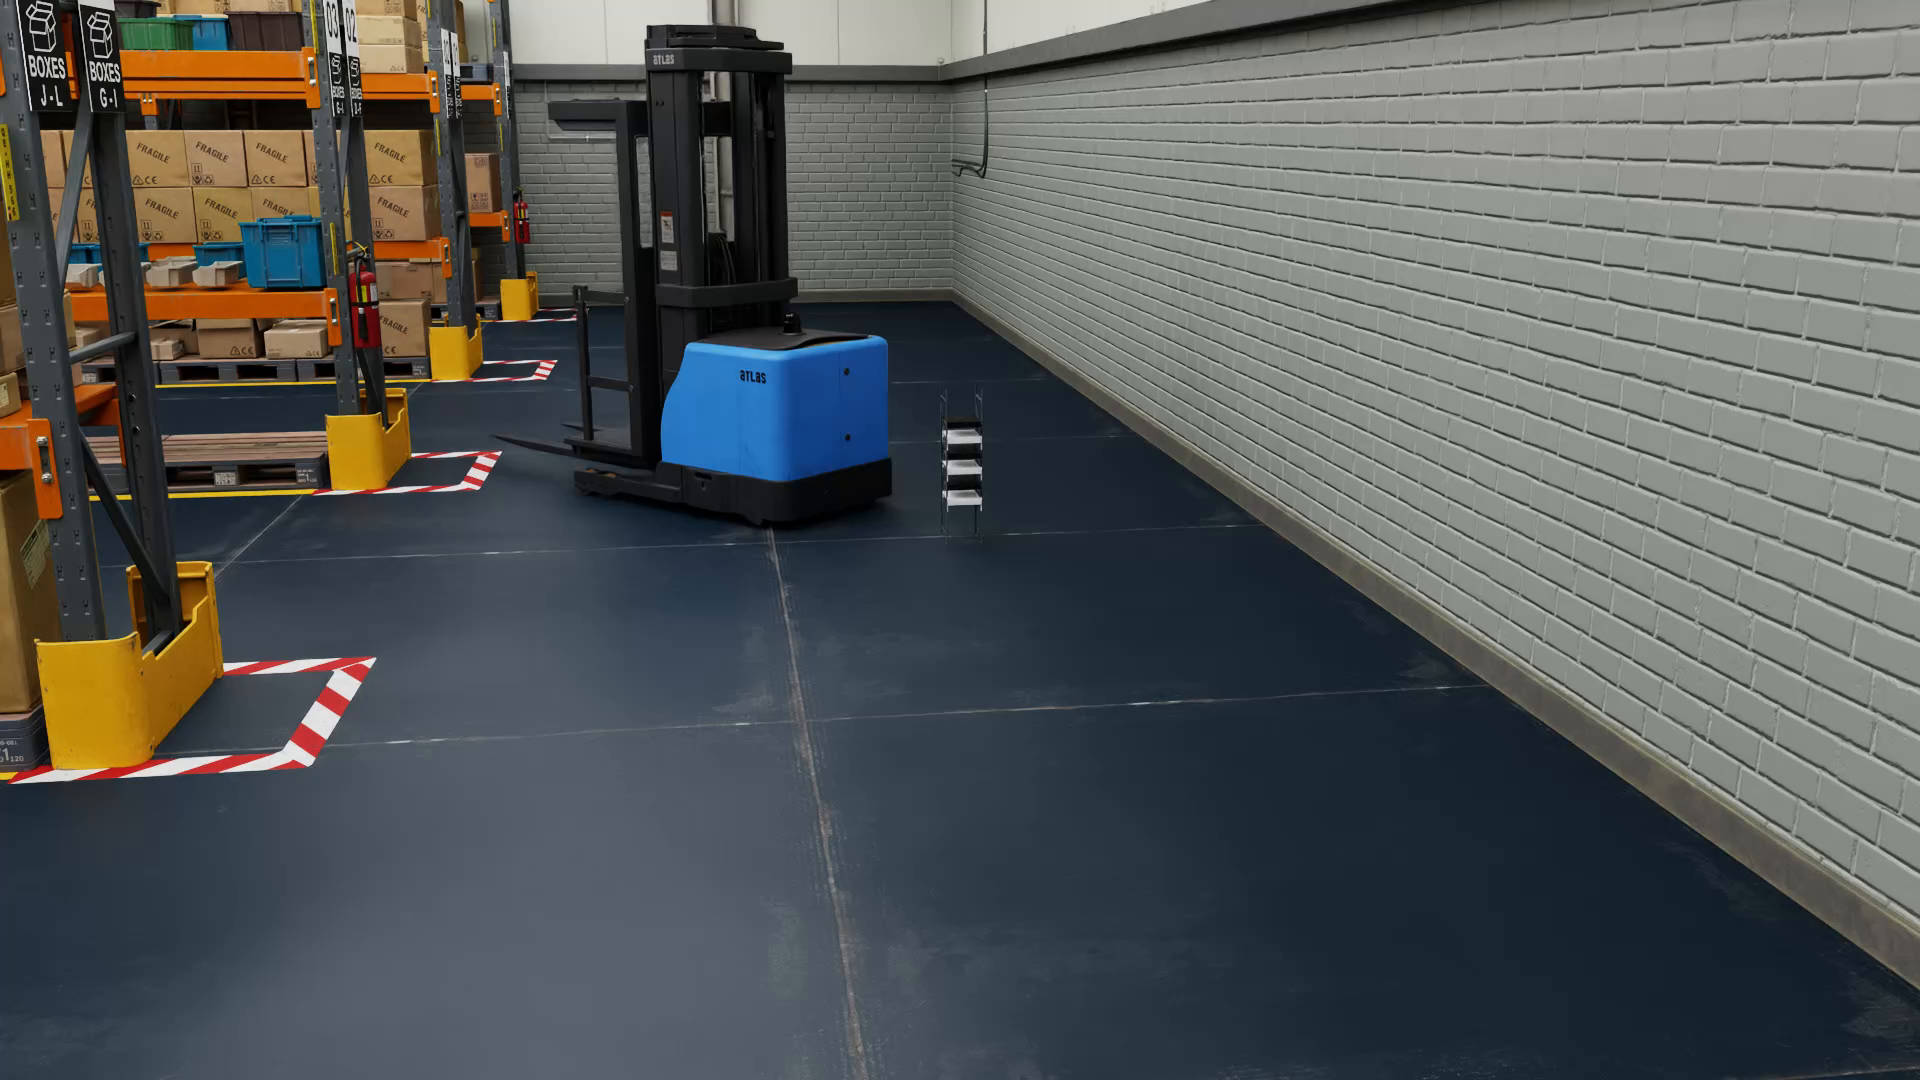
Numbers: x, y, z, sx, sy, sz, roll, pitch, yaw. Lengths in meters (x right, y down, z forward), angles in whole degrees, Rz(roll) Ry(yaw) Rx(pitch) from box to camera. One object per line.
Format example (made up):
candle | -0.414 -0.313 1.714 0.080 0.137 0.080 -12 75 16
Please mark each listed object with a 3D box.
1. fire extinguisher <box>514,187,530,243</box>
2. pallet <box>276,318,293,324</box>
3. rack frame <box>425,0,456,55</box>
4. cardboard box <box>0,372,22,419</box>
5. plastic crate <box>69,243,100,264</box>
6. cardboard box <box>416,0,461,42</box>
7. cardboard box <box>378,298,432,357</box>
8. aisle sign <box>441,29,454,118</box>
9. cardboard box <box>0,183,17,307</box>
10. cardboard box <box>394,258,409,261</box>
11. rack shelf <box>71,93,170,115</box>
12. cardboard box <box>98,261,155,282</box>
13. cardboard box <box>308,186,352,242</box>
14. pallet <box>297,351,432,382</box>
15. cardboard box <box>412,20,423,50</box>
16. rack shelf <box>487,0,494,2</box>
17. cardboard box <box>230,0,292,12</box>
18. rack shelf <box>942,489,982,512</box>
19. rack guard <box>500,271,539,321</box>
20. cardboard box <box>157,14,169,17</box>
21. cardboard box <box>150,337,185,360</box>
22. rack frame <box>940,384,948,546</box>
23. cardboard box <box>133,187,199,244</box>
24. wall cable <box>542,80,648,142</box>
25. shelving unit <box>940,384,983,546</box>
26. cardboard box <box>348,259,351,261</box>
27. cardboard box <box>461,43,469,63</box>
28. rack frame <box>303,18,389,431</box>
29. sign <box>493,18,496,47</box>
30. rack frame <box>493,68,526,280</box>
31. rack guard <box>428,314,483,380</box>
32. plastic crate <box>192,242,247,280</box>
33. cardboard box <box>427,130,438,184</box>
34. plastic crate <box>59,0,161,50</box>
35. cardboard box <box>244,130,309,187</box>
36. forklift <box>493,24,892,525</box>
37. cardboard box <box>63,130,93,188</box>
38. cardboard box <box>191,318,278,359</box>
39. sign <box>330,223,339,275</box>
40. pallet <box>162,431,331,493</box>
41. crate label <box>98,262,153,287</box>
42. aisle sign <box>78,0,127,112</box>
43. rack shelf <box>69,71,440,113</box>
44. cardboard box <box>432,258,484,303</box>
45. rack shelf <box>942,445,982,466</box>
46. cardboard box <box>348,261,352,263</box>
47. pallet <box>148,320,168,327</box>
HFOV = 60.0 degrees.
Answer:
fire extinguisher | -5.370 -3.981 20.355 0.183 0.674 0.296 -2 14 -8
pallet | -8.780 -2.816 20.517 1.213 0.211 1.003 -2 14 -8
rack frame | -4.846 -6.023 15.240 0.127 3.000 1.000 -2 14 -8
cardboard box | -3.677 -0.516 6.131 0.250 0.149 0.380 -2 14 -7
plastic crate | -6.004 -1.881 11.278 0.300 0.233 0.416 -2 14 -8
cardboard box | -6.271 -6.211 19.852 0.500 0.500 0.500 -2 14 -8
cardboard box | -5.347 -2.035 15.906 0.500 0.500 0.500 -2 14 -8
aisle sign | -4.733 -4.303 15.370 0.004 0.787 0.394 -2 14 -8
cardboard box | -3.817 -1.085 6.036 0.500 0.500 0.500 -2 14 -8
cardboard box | -6.920 -3.586 20.798 0.250 0.149 0.380 -2 14 -8
rack shelf | -11.521 -5.193 19.576 4.000 0.370 1.077 -2 14 -8
cardboard box | -10.167 -3.266 20.134 0.750 0.750 0.750 -2 14 -8
cardboard box | -5.761 -3.061 15.554 0.500 0.500 0.500 -2 14 -8
pallet | -5.710 -1.729 16.182 1.213 0.211 1.003 -2 14 -8
cardboard box | -5.393 -4.782 15.738 0.500 0.250 0.500 -2 14 -8
rack shelf | -7.566 -6.599 19.838 4.000 0.370 1.077 -2 14 -8
cardboard box | -6.337 -5.038 15.215 0.500 0.500 0.700 -2 14 -8
rack shelf | 0.008 -0.230 9.665 0.200 0.077 0.258 -2 14 -8
rack guard | -5.564 -3.093 21.028 0.348 0.500 1.175 -2 14 -8
cardboard box | -7.294 -4.585 14.951 0.500 0.250 0.500 -2 14 -8
cardboard box | -7.501 -1.804 15.671 0.250 0.166 0.380 -2 14 -8
rack frame | -0.093 -0.433 9.599 0.006 0.900 0.240 -2 14 -8
cardboard box | -7.256 -3.007 15.339 0.500 0.500 0.500 -2 14 -9
wall cable | -4.463 -5.072 21.689 1.851 1.984 0.084 -2 14 -8
shelving unit | 0.008 -0.437 9.614 0.210 0.900 0.258 -2 14 -8
cardboard box | -7.675 -3.558 20.687 0.250 0.149 0.380 -2 14 -9
cardboard box | -6.346 -5.972 20.441 0.500 0.250 0.500 -1 14 -5
rack frame | -4.112 -1.922 11.218 0.127 3.000 1.000 -2 14 -8
sign | -5.521 -6.020 19.735 0.005 0.325 0.100 -2 14 -8
rack frame | -5.588 -4.305 20.721 0.127 3.000 1.000 -2 14 -8
rack guard | -4.921 -1.898 16.263 0.348 0.500 1.175 -2 14 -8
plastic crate | -5.056 -1.916 11.416 0.300 0.233 0.416 -2 14 -8
cardboard box | -5.324 -3.694 16.025 0.500 0.500 0.500 -2 14 -7
plastic crate | -5.664 -3.357 10.904 0.767 0.338 0.504 -2 14 -8
cardboard box | -6.257 -3.526 15.355 0.500 0.500 0.500 -2 14 -7
forklift | -1.906 -1.779 10.789 3.031 2.935 1.130 11 18 37
cardboard box | -7.784 -3.470 15.131 0.500 0.500 0.500 -3 14 -10
cardboard box | -6.945 -2.040 15.918 0.637 0.503 0.797 -2 14 -8
sign | -4.014 -1.869 10.673 0.005 0.325 0.100 -2 14 -8
pallet | -4.933 -0.549 11.476 1.213 0.211 1.003 -2 14 -8
crate label | -5.452 -1.727 10.860 0.243 0.136 0.396 -2 14 -8
aisle sign | -3.348 -2.066 6.450 0.004 0.787 0.394 -2 14 -8
rack shelf | -6.824 -4.147 15.404 4.000 0.370 1.077 -2 14 -8
cardboard box | -6.265 -3.247 20.777 0.500 0.500 0.700 -2 14 -8
rack shelf | 0.008 -0.492 9.600 0.200 0.077 0.258 -2 14 -8
cardboard box | -7.783 -3.189 20.547 0.500 0.500 0.700 -2 14 -7
pallet | -10.295 -2.761 20.298 1.213 0.211 1.003 -2 14 -8
